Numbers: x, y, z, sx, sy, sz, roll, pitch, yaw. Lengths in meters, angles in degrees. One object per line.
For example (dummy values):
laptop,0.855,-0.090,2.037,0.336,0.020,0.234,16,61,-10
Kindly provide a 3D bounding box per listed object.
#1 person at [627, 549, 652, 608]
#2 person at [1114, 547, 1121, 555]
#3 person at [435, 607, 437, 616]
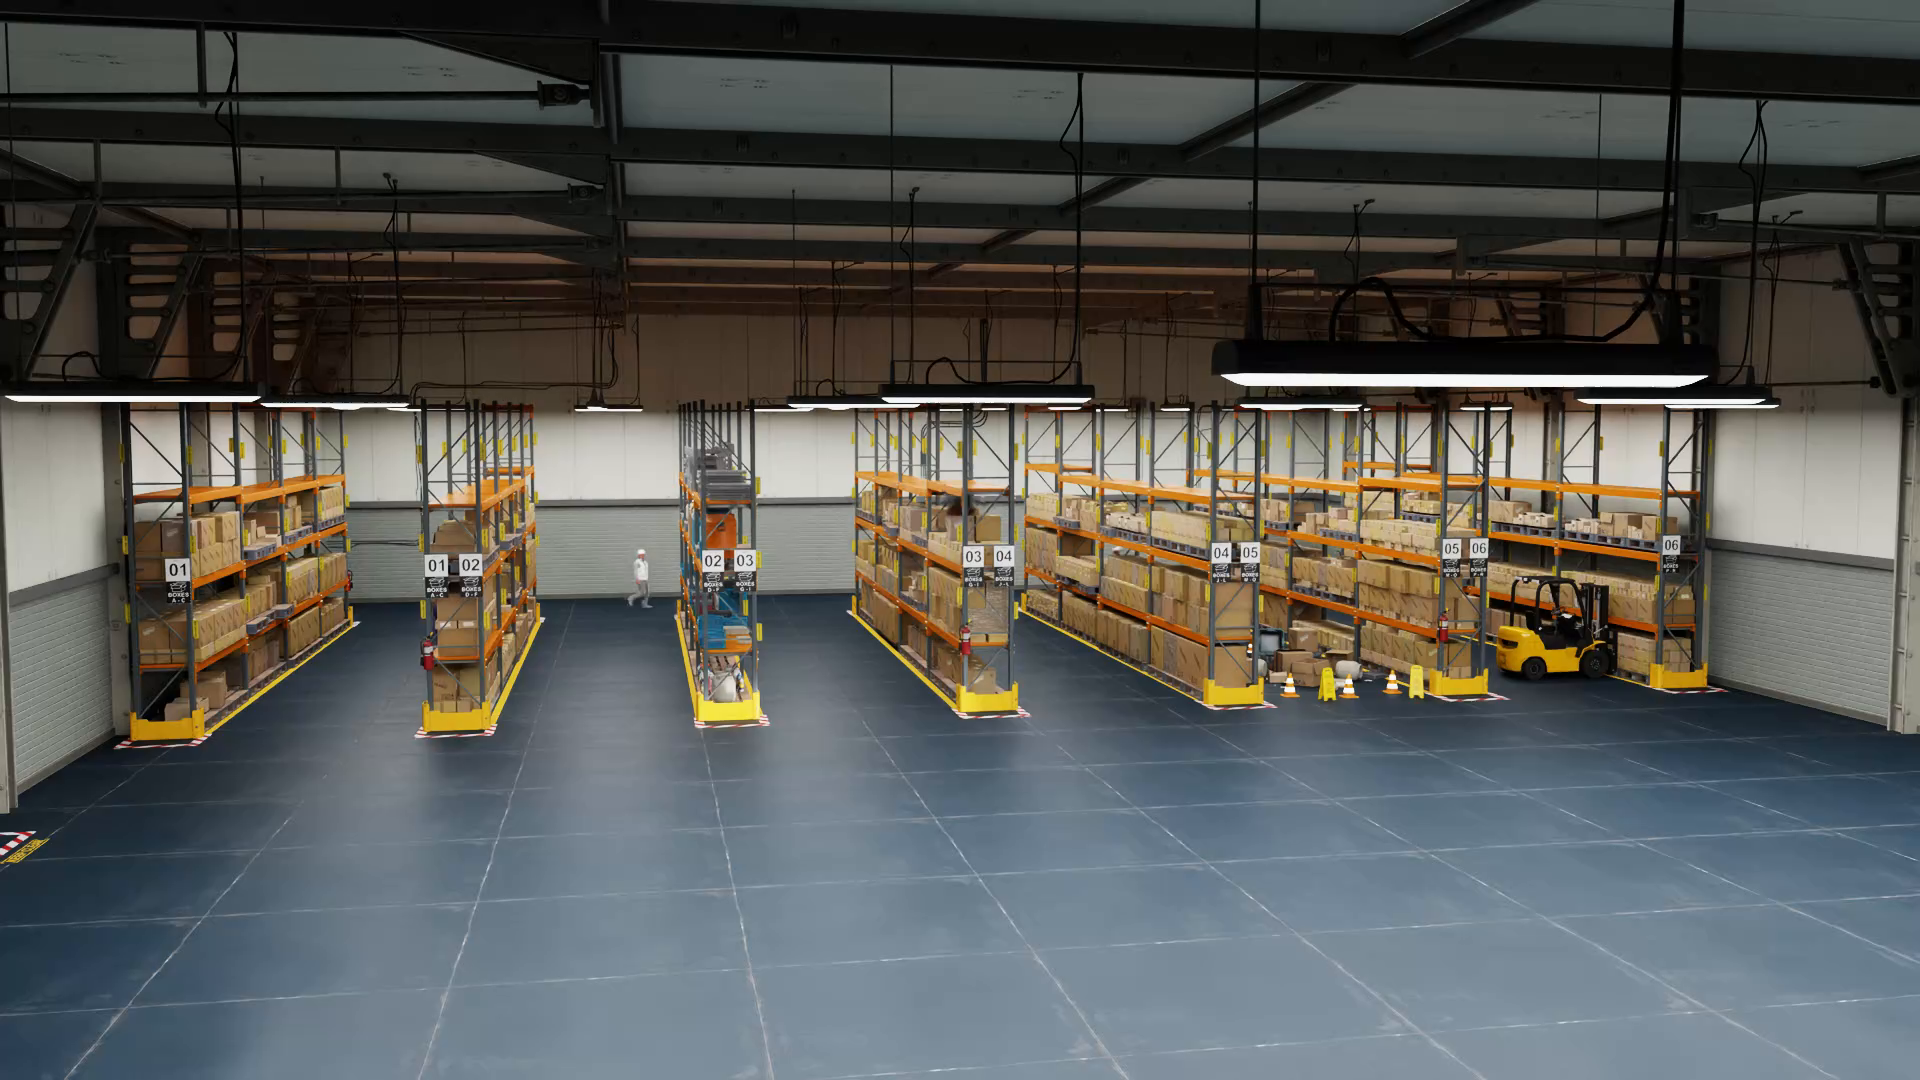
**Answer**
person,-9.433,1.149,49.022,0.676,1.748,0.556,0,4,4
person,4.706,1.087,49.592,0.616,1.792,0.402,-1,5,-18
person,-12.798,1.780,41.208,0.397,1.647,0.543,-1,4,-14
